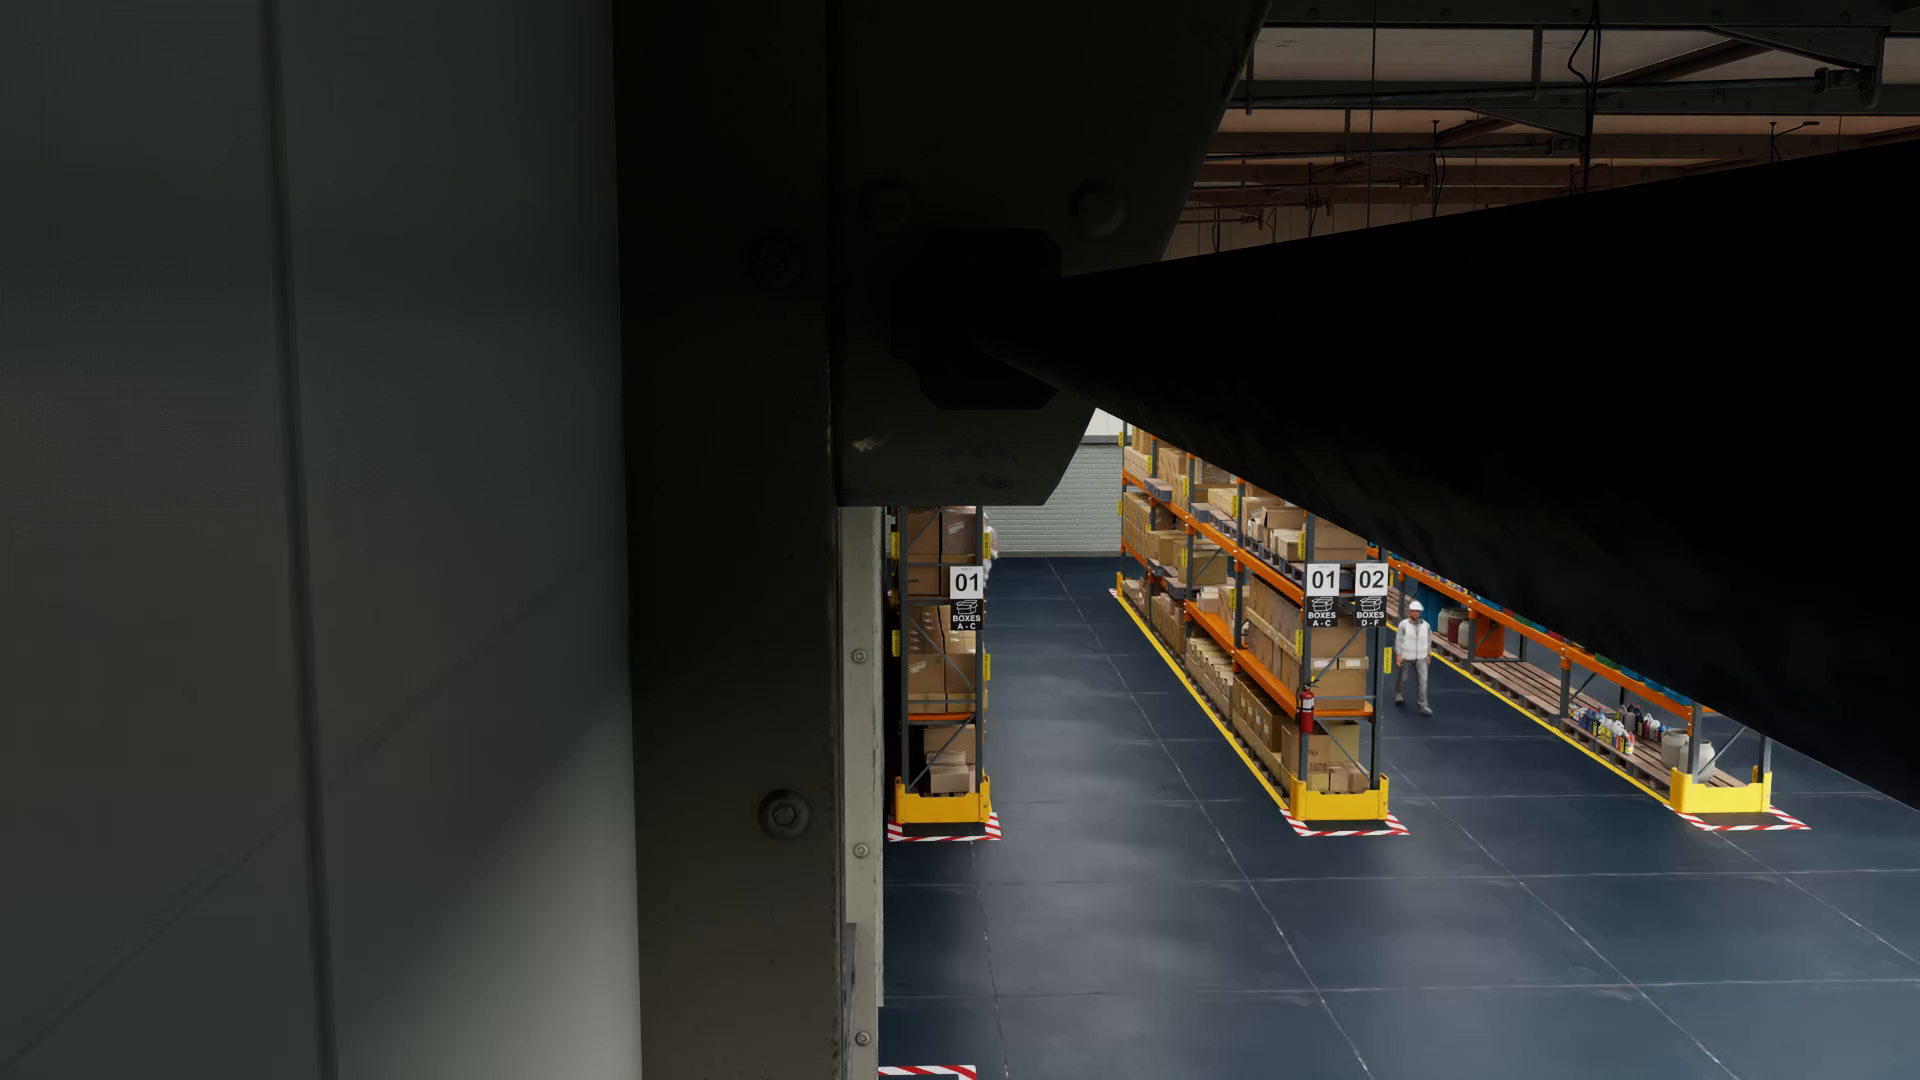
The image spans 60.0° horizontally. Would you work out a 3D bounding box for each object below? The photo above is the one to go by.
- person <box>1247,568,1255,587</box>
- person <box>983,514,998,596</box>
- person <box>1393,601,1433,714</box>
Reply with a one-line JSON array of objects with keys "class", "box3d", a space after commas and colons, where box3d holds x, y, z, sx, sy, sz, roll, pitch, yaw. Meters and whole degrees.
[{"class": "person", "box3d": [6.554, 0.404, 36.476, 0.545, 1.601, 1.053, -1, 8, -5]}, {"class": "person", "box3d": [0.532, 0.293, 36.697, 0.579, 1.738, 1.025, -2, 8, -12]}, {"class": "person", "box3d": [7.121, 1.819, 26.091, 0.623, 1.718, 1.084, -1, 8, -6]}]
